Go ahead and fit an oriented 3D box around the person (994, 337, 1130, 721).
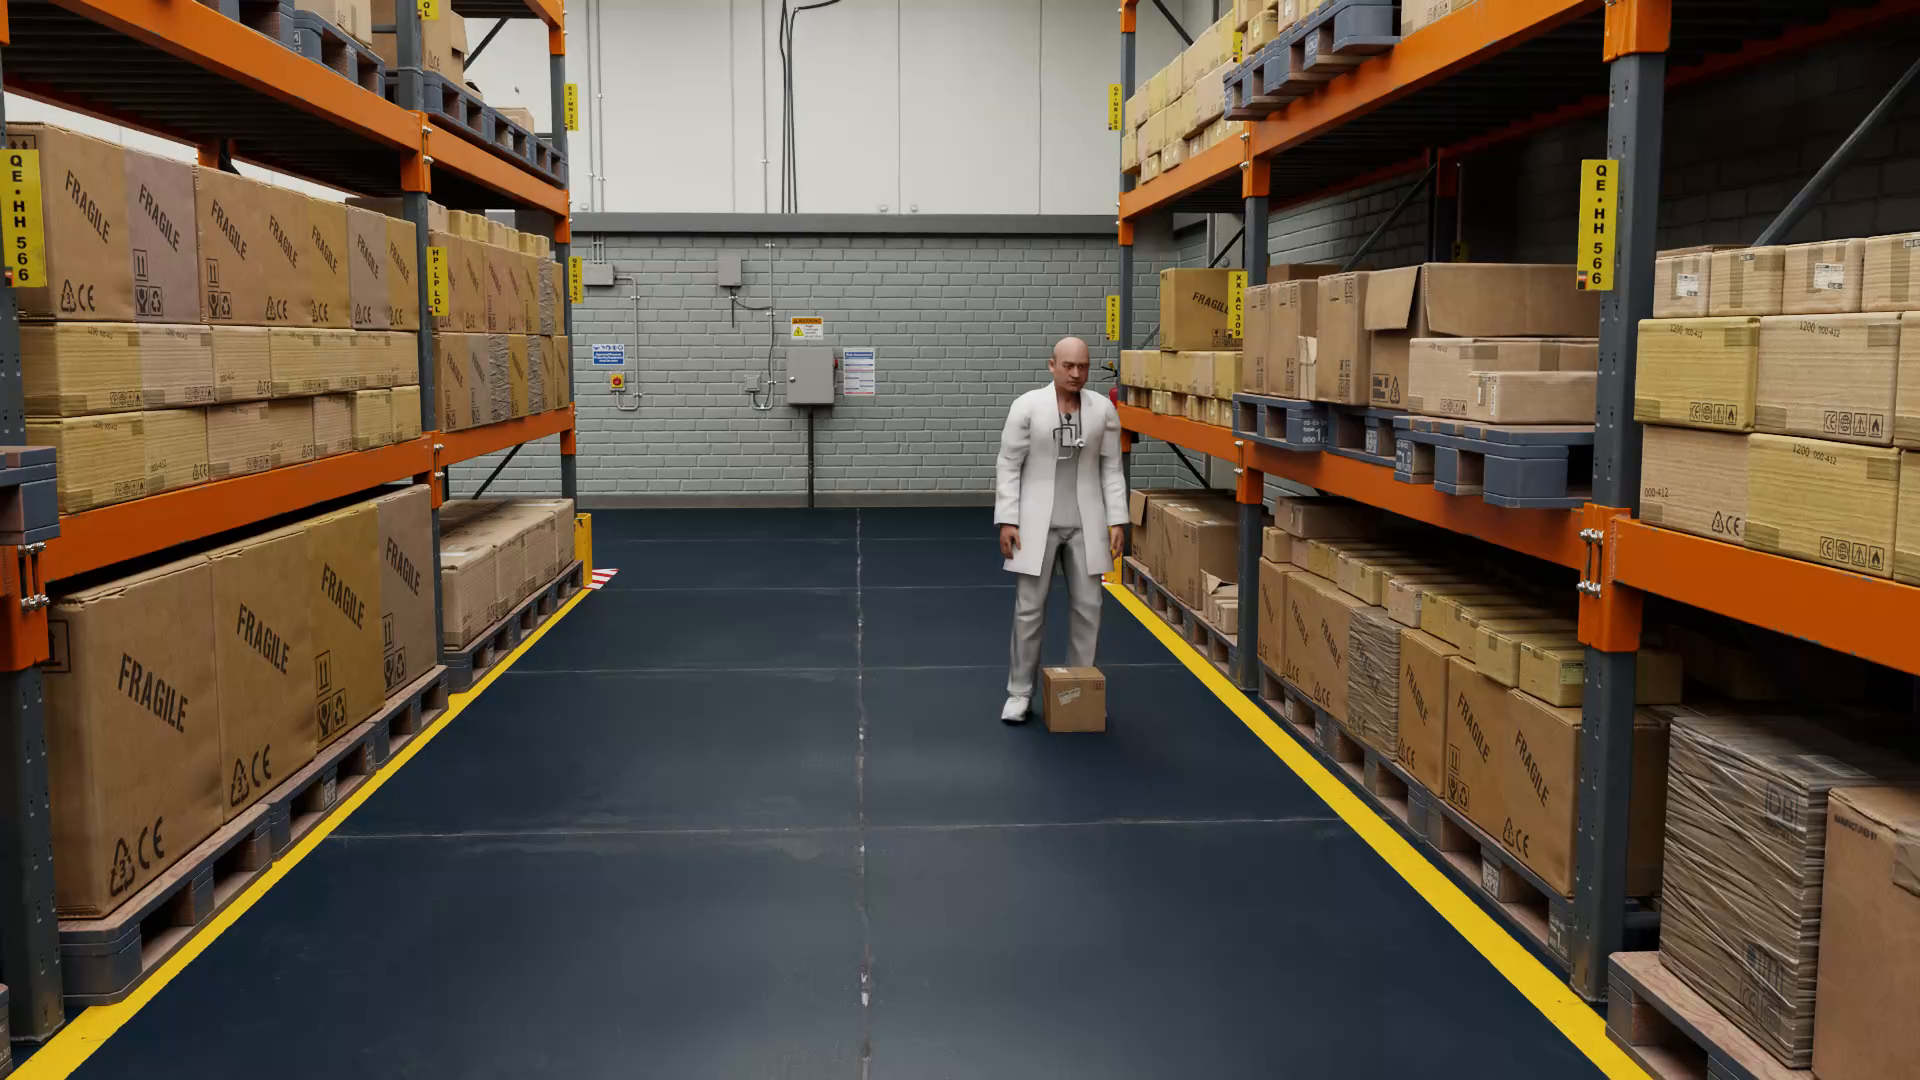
[{"bbox_3d":[0.480,-0.054,7.769,0.649,1.772,0.433,-1,7,-9],"label":"person"}]
